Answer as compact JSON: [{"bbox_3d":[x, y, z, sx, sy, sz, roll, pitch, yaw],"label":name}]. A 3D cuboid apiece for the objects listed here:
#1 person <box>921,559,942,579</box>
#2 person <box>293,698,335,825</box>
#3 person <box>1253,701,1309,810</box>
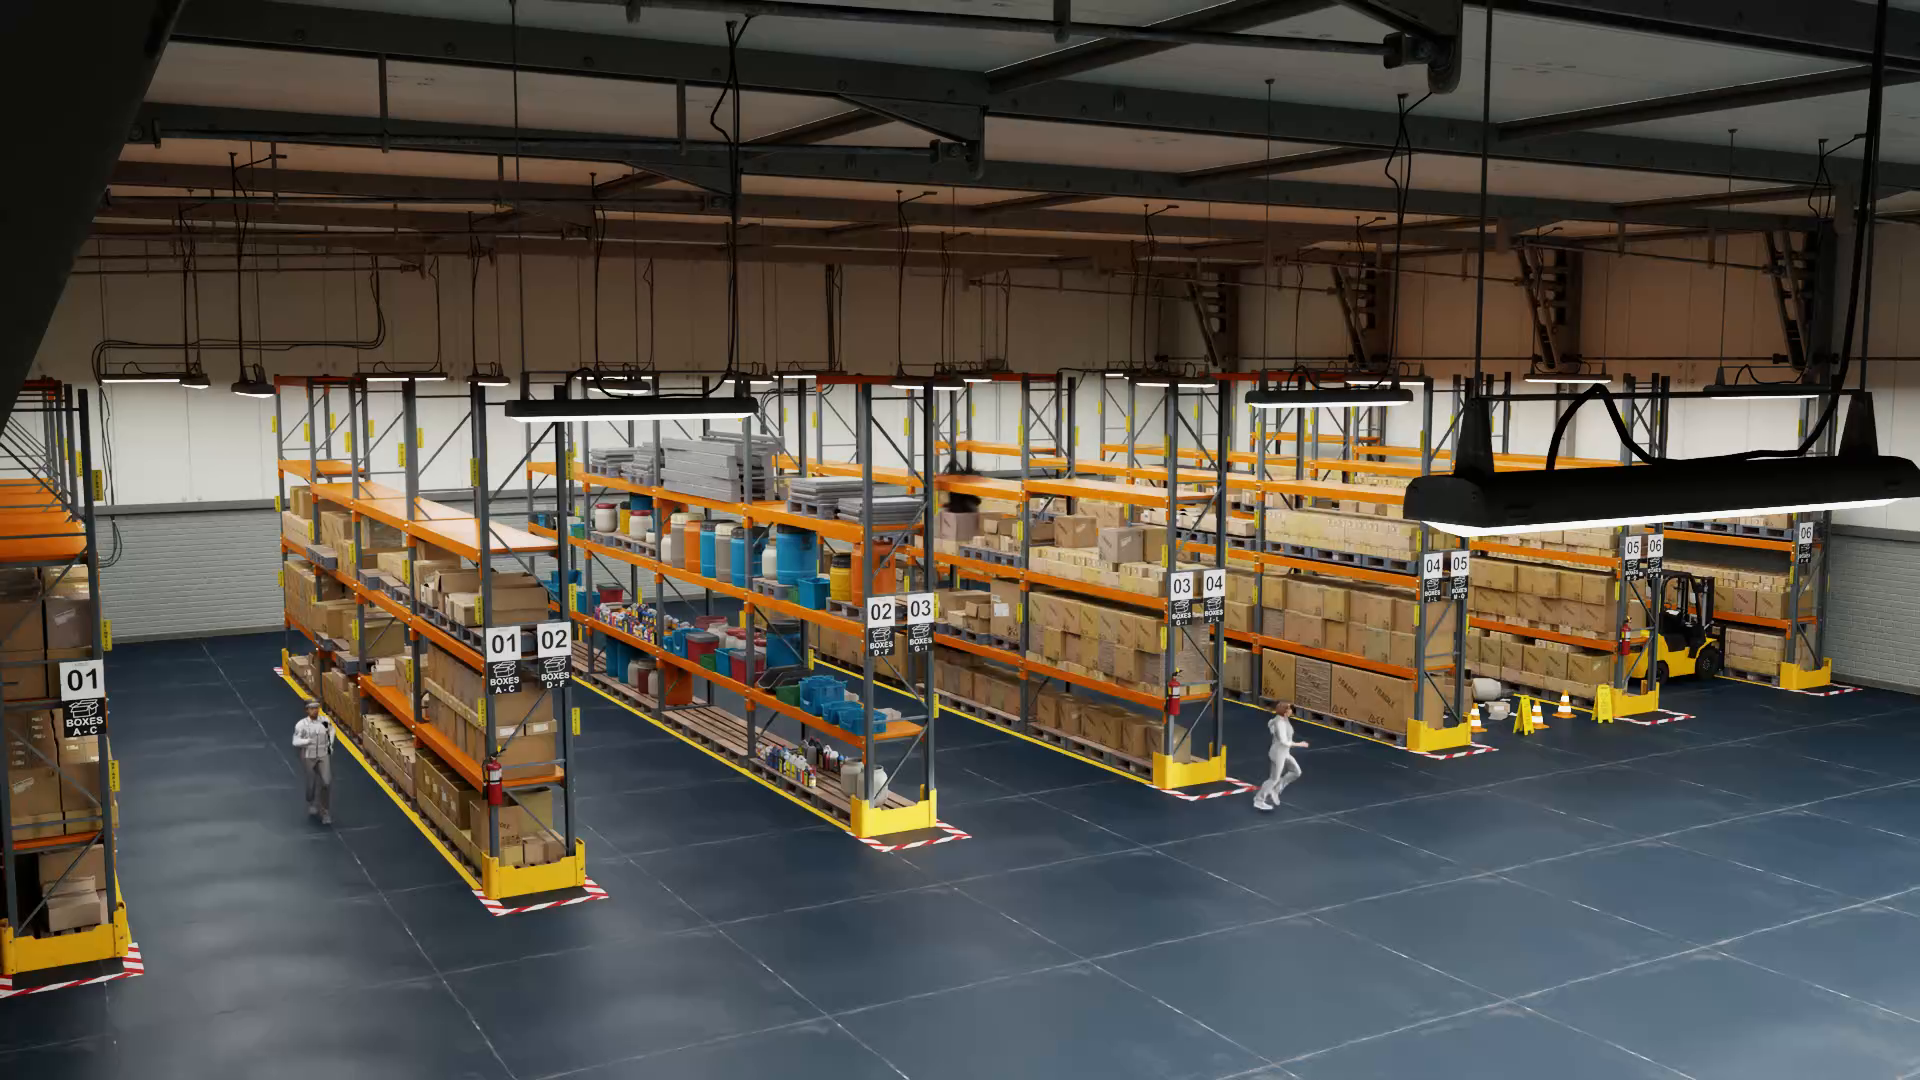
[{"bbox_3d":[-0.758,0.940,41.906,0.666,1.616,0.628,-3,7,-29],"label":"person"},{"bbox_3d":[-8.805,3.005,22.739,0.594,1.745,0.712,-4,7,-30],"label":"person"},{"bbox_3d":[4.498,3.011,23.254,0.747,1.540,0.563,2,7,17],"label":"person"}]
